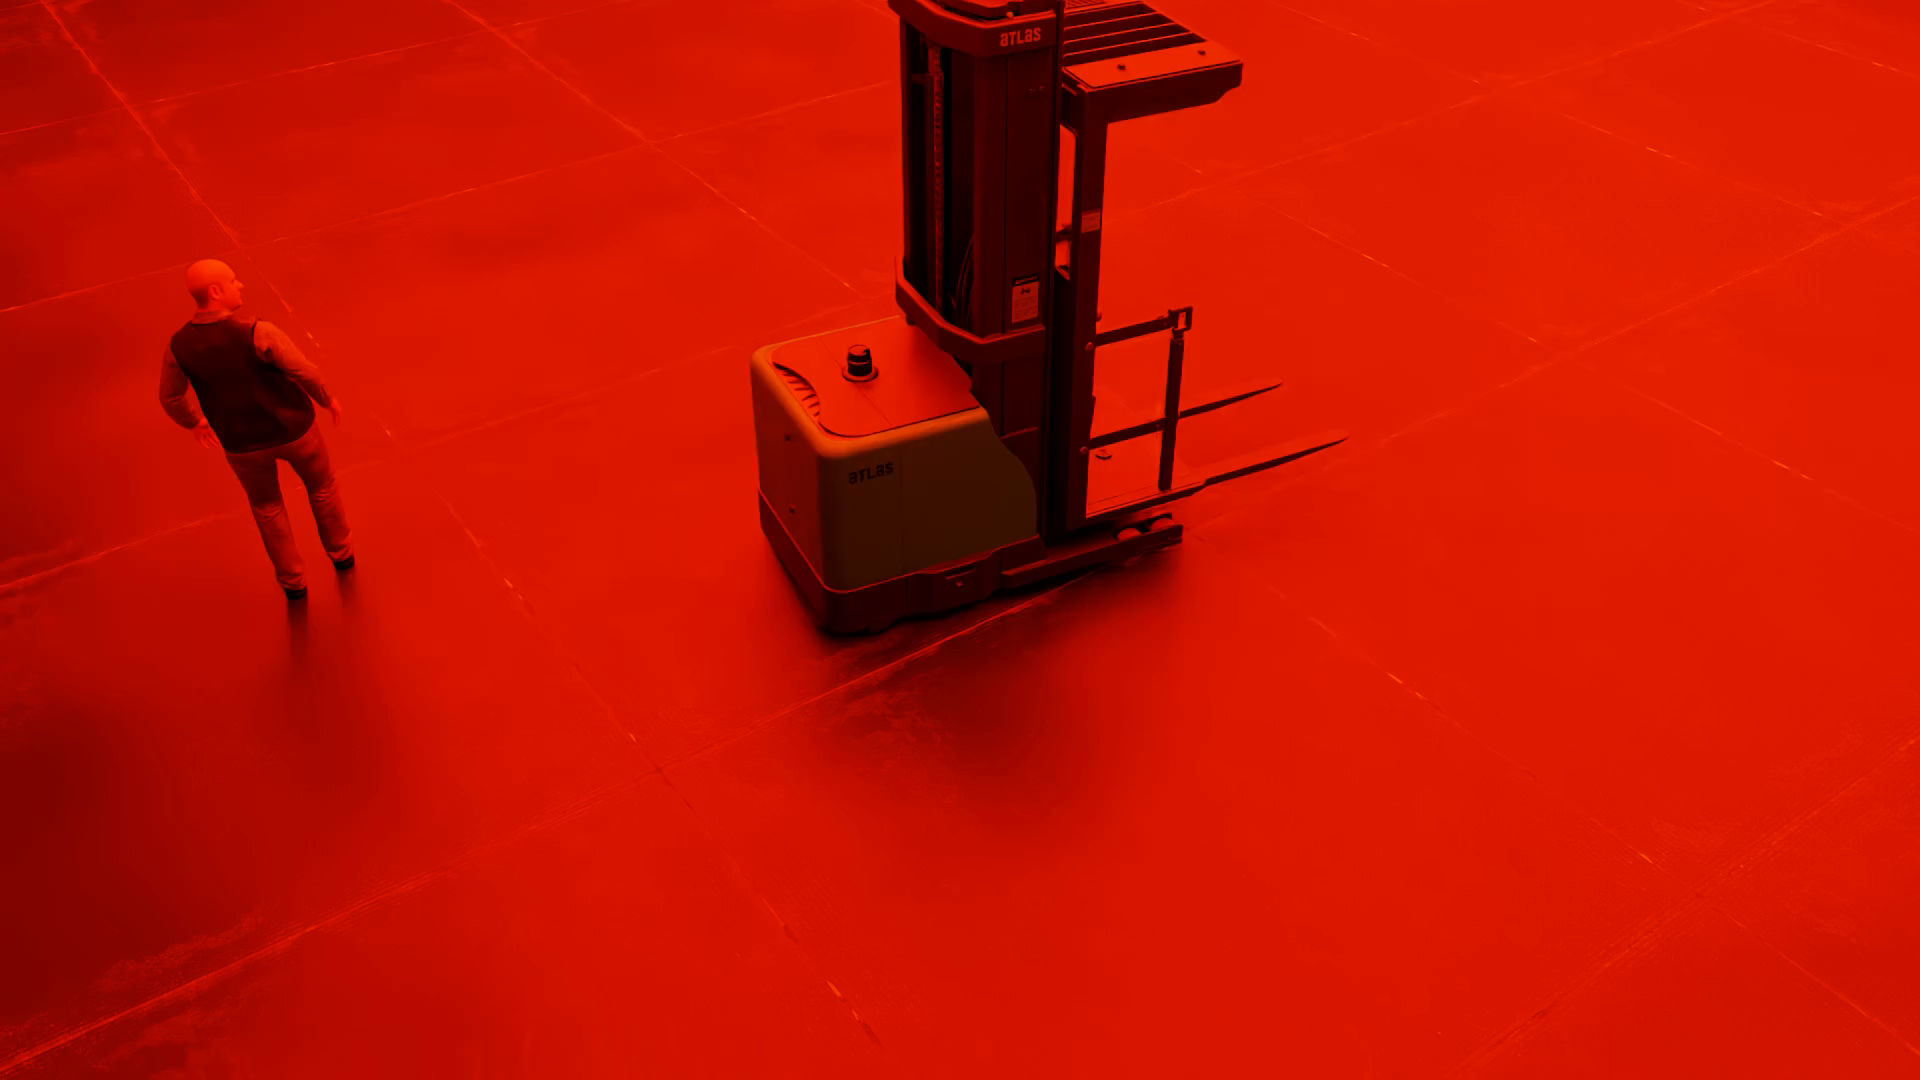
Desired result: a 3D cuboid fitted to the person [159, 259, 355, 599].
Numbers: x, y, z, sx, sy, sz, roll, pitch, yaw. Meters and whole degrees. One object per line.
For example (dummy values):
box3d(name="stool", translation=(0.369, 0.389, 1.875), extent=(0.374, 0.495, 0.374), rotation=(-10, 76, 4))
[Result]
box3d(name="person", translation=(-3.237, -0.530, 7.697), extent=(0.731, 1.704, 0.513), rotation=(-9, 37, -12))

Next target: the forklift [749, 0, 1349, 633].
box3d(name="forklift", translation=(0.549, -1.338, 7.754), extent=(3.031, 2.935, 1.130), rotation=(-16, 39, -20))
